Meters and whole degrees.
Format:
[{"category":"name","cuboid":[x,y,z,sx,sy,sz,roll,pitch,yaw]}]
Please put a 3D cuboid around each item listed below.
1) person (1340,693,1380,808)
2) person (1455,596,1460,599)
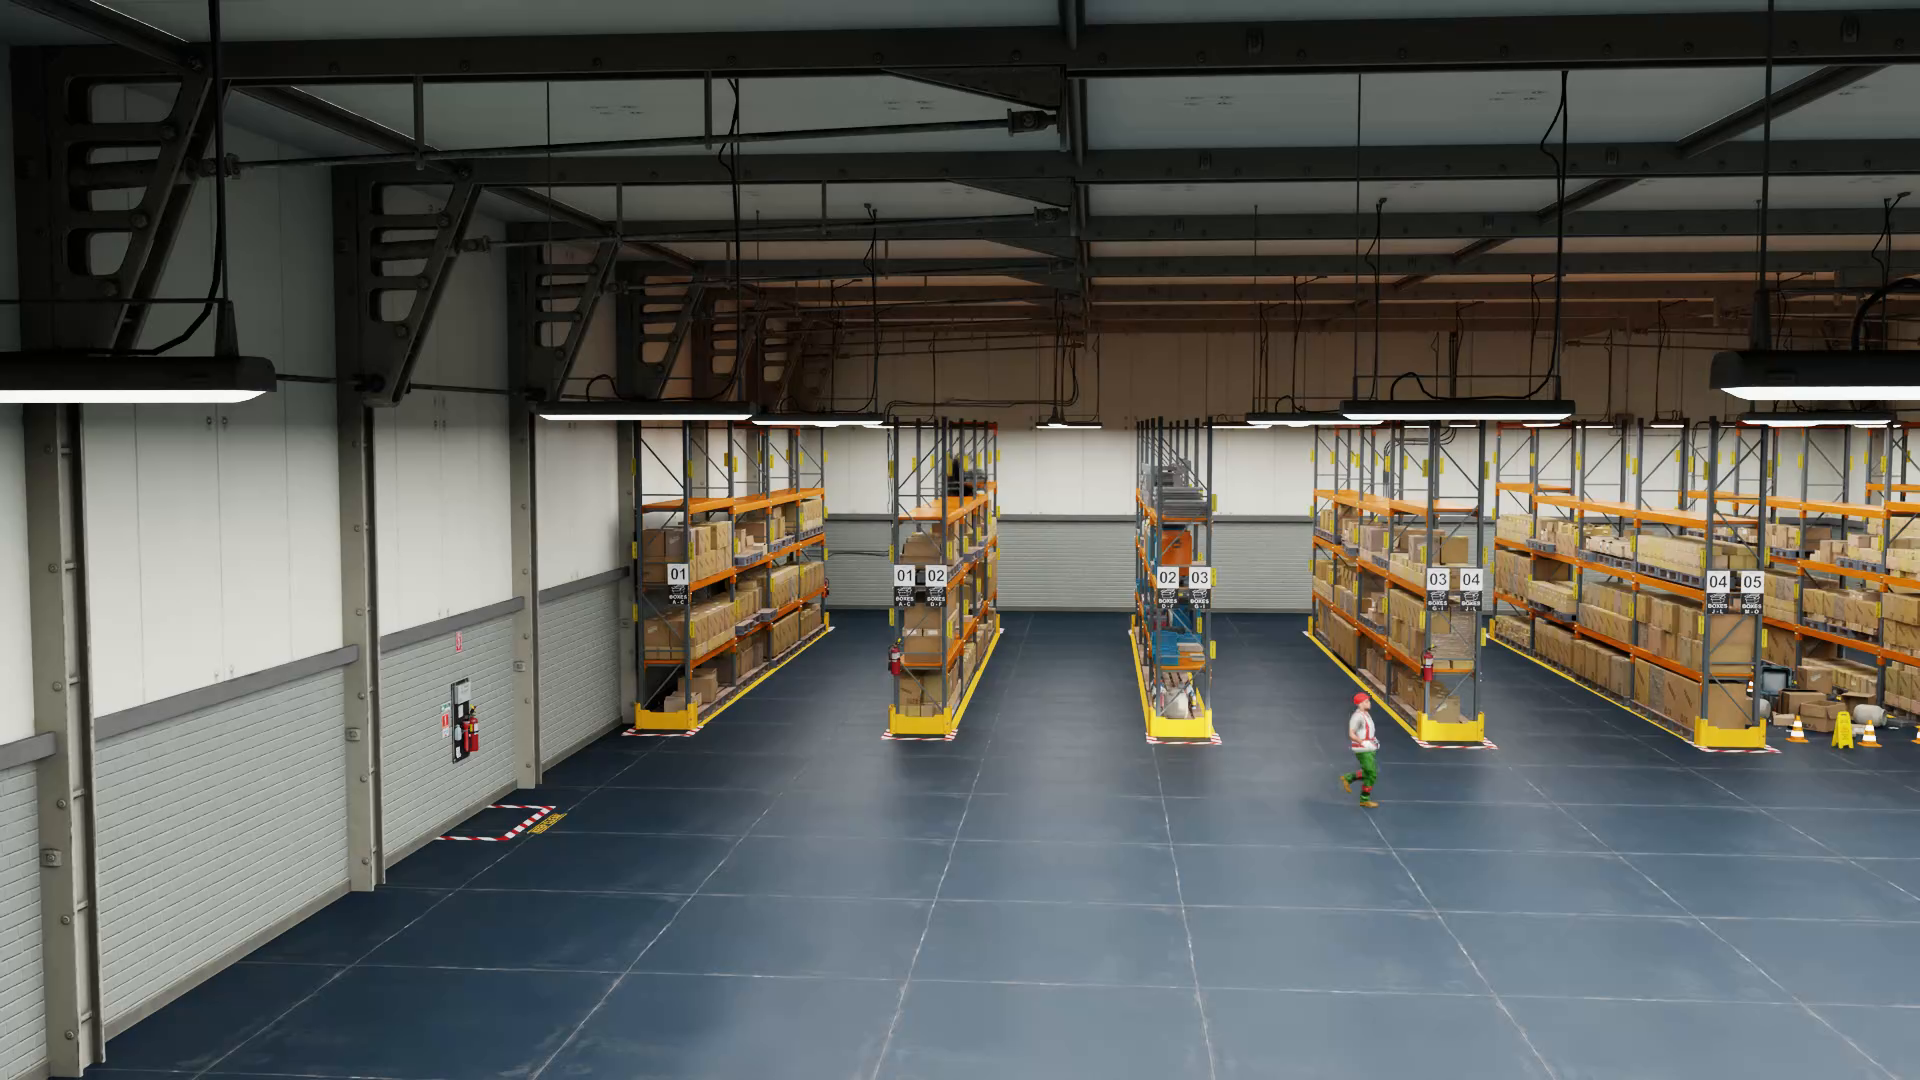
[{"category":"person","cuboid":[6.098,3.199,25.409,0.615,1.745,0.656,2,4,28]},{"category":"person","cuboid":[13.517,1.900,45.735,0.780,1.738,0.706,1,4,20]}]
